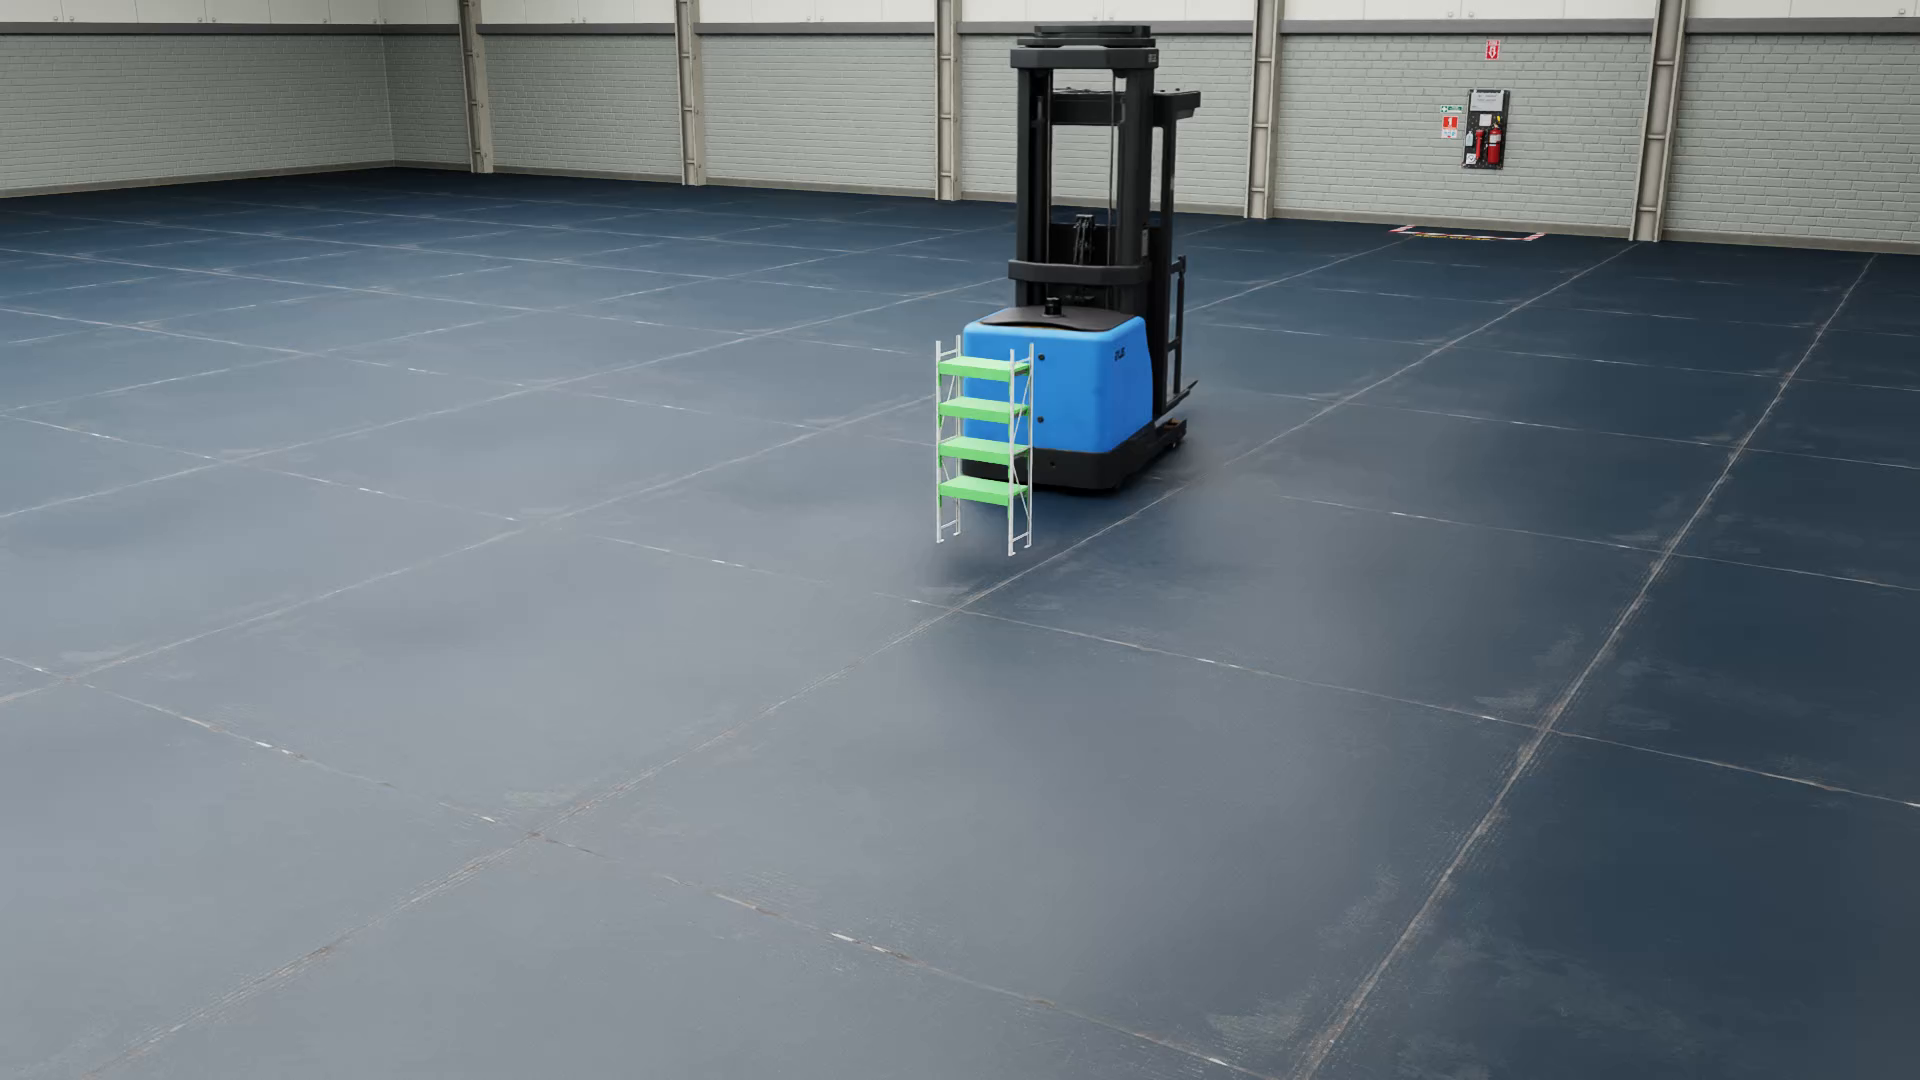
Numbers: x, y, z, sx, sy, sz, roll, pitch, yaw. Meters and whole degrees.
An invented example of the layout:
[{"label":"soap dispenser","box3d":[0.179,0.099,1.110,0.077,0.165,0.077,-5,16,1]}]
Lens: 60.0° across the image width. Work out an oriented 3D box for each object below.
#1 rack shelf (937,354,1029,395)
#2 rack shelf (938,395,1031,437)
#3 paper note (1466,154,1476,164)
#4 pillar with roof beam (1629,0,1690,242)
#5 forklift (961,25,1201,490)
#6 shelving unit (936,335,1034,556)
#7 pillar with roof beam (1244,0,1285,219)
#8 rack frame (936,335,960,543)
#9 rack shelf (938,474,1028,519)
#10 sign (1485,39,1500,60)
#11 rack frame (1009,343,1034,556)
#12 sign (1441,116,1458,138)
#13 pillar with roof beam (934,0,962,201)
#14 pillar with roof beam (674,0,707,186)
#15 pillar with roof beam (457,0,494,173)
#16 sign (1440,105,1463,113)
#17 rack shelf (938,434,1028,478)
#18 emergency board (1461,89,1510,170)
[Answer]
[{"label":"rack shelf","box3d":[0.141,-0.947,9.503,0.480,0.148,0.258,10,20,30]},{"label":"rack shelf","box3d":[0.141,-0.717,9.573,0.480,0.148,0.258,10,20,30]},{"label":"paper note","box3d":[7.820,-5.831,25.433,0.142,0.148,0.016,10,20,30]},{"label":"pillar with roof beam","box3d":[7.767,-7.628,19.510,0.400,9.000,9.100,10,20,30]},{"label":"forklift","box3d":[1.030,-2.114,11.797,1.130,2.935,3.031,7,18,21]},{"label":"shelving unit","box3d":[0.141,-0.549,9.624,0.503,1.200,0.258,10,20,30]},{"label":"pillar with roof beam","box3d":[2.654,-8.540,22.514,0.400,9.000,9.100,10,20,30]},{"label":"rack frame","box3d":[-0.067,-0.586,9.746,0.015,1.200,0.240,10,20,30]},{"label":"rack shelf","box3d":[0.141,-0.258,9.712,0.480,0.148,0.258,10,20,30]},{"label":"sign","box3d":[7.980,-7.344,24.909,0.199,0.298,0.001,10,20,30]},{"label":"rack frame","box3d":[0.349,-0.512,9.502,0.015,1.200,0.240,10,20,30]},{"label":"sign","box3d":[7.517,-6.336,25.516,0.234,0.329,0.001,10,20,30]},{"label":"pillar with roof beam","box3d":[-2.458,-9.453,25.519,0.400,9.000,9.100,10,20,30]},{"label":"pillar with roof beam","box3d":[-7.571,-10.366,28.523,0.400,9.000,9.100,10,20,30]},{"label":"pillar with roof beam","box3d":[-12.684,-11.278,31.528,0.400,9.000,9.100,10,20,30]},{"label":"sign","box3d":[7.516,-6.586,25.429,0.331,0.109,0.001,10,20,30]},{"label":"rack shelf","box3d":[0.141,-0.488,9.643,0.480,0.148,0.258,10,20,30]},{"label":"emergency board","box3d":[7.934,-6.209,25.160,0.643,1.169,0.194,10,20,30]}]
